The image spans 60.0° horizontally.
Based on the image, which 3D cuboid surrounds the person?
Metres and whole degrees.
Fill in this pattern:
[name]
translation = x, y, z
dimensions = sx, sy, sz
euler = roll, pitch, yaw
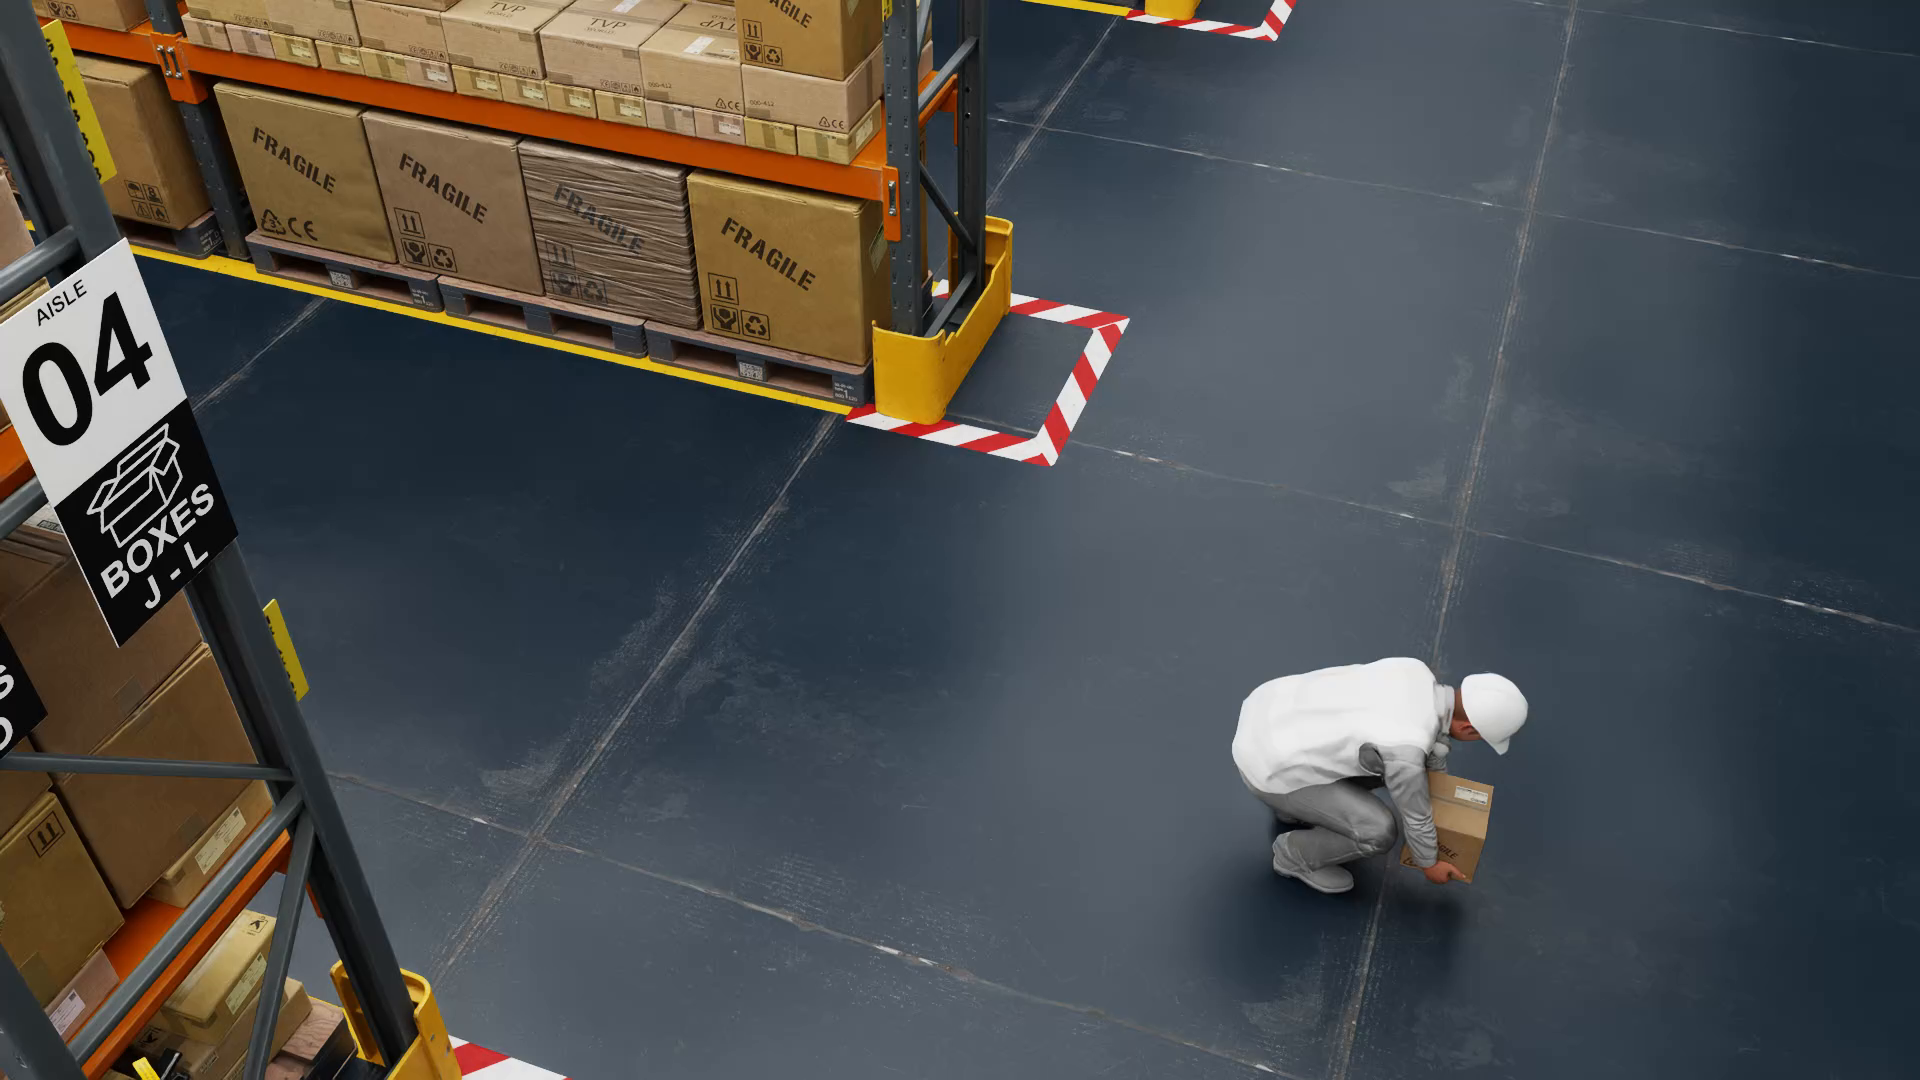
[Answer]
[person]
translation = 1.420, 0.792, 5.825
dimensions = 0.921, 1.005, 0.500
euler = 12, 43, 14
